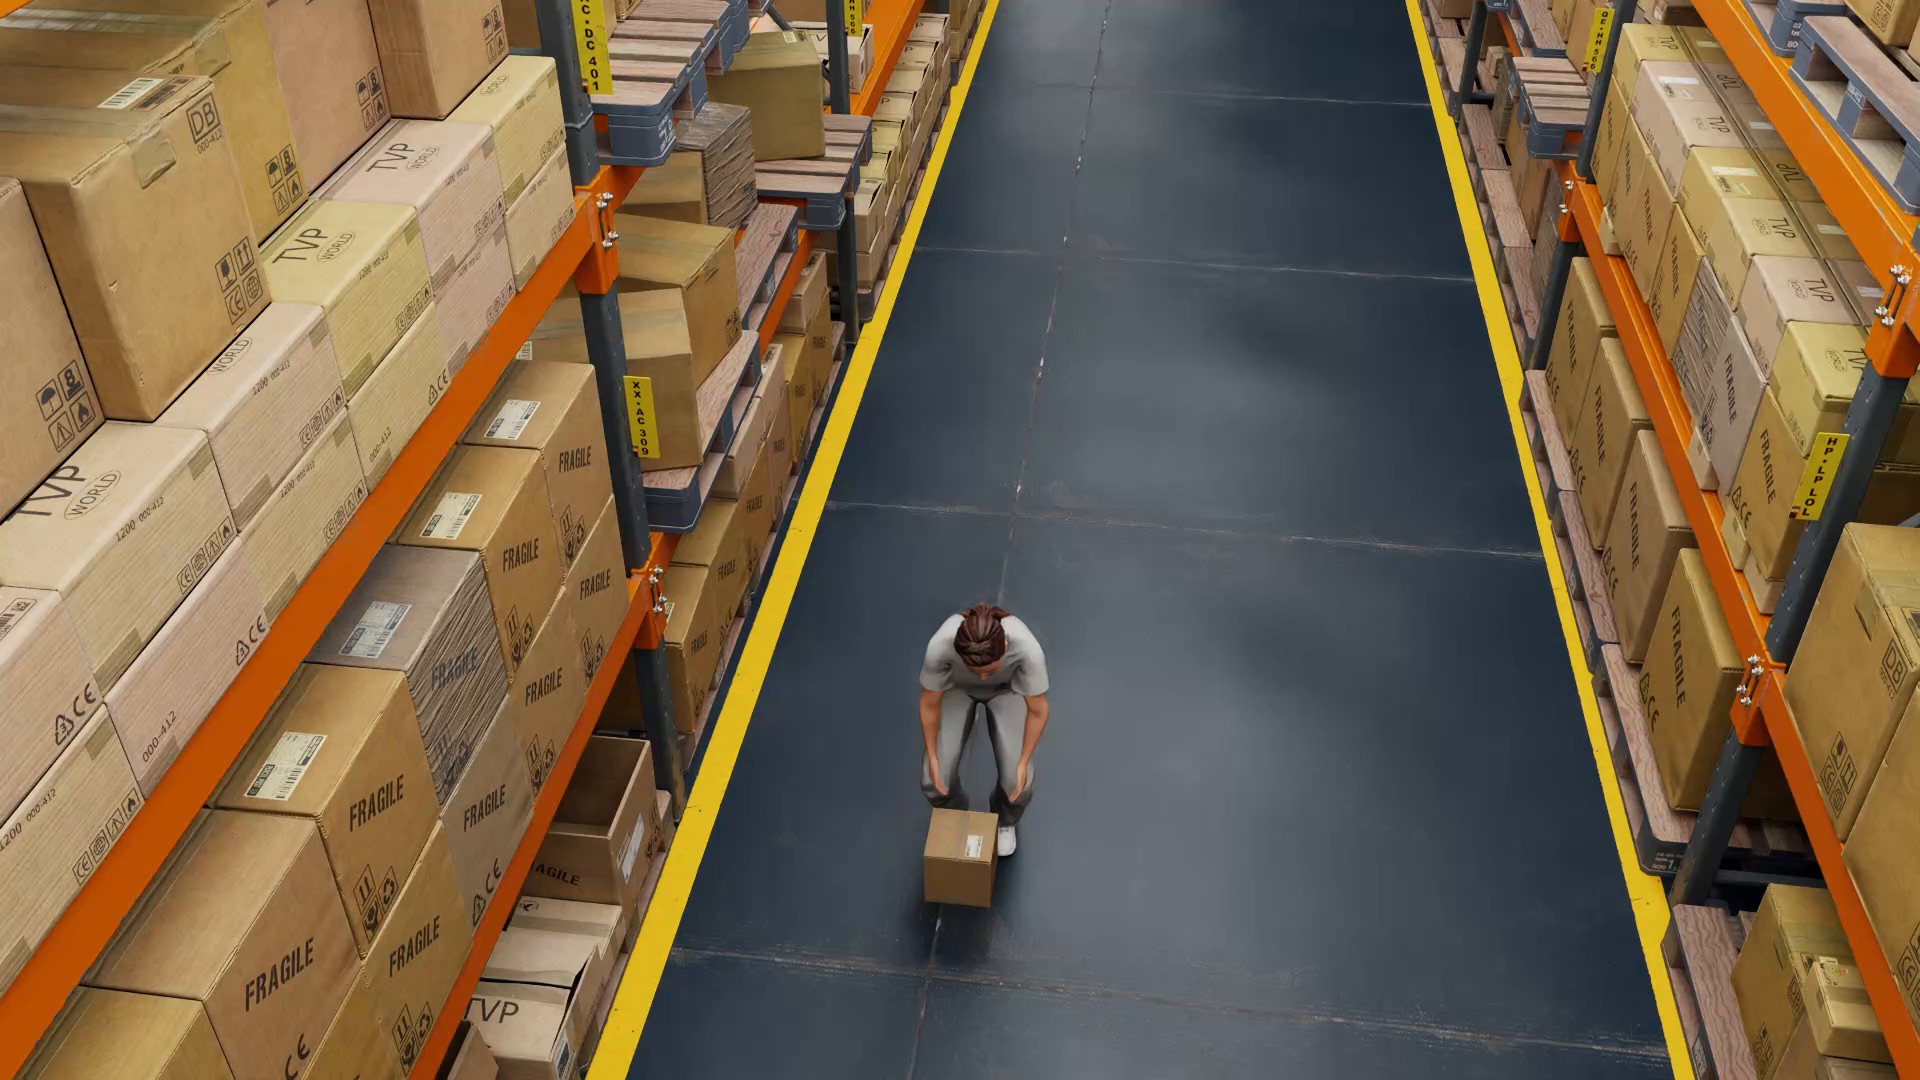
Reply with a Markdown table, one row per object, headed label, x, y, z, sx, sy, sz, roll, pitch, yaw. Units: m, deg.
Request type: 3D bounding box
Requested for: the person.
| label | x | y | z | sx | sy | sz | roll | pitch | yaw |
| --- | --- | --- | --- | --- | --- | --- | --- | --- | --- |
| person | 0.100 | 0.687 | 6.396 | 0.491 | 1.335 | 0.665 | 4 | 37 | 6 |
